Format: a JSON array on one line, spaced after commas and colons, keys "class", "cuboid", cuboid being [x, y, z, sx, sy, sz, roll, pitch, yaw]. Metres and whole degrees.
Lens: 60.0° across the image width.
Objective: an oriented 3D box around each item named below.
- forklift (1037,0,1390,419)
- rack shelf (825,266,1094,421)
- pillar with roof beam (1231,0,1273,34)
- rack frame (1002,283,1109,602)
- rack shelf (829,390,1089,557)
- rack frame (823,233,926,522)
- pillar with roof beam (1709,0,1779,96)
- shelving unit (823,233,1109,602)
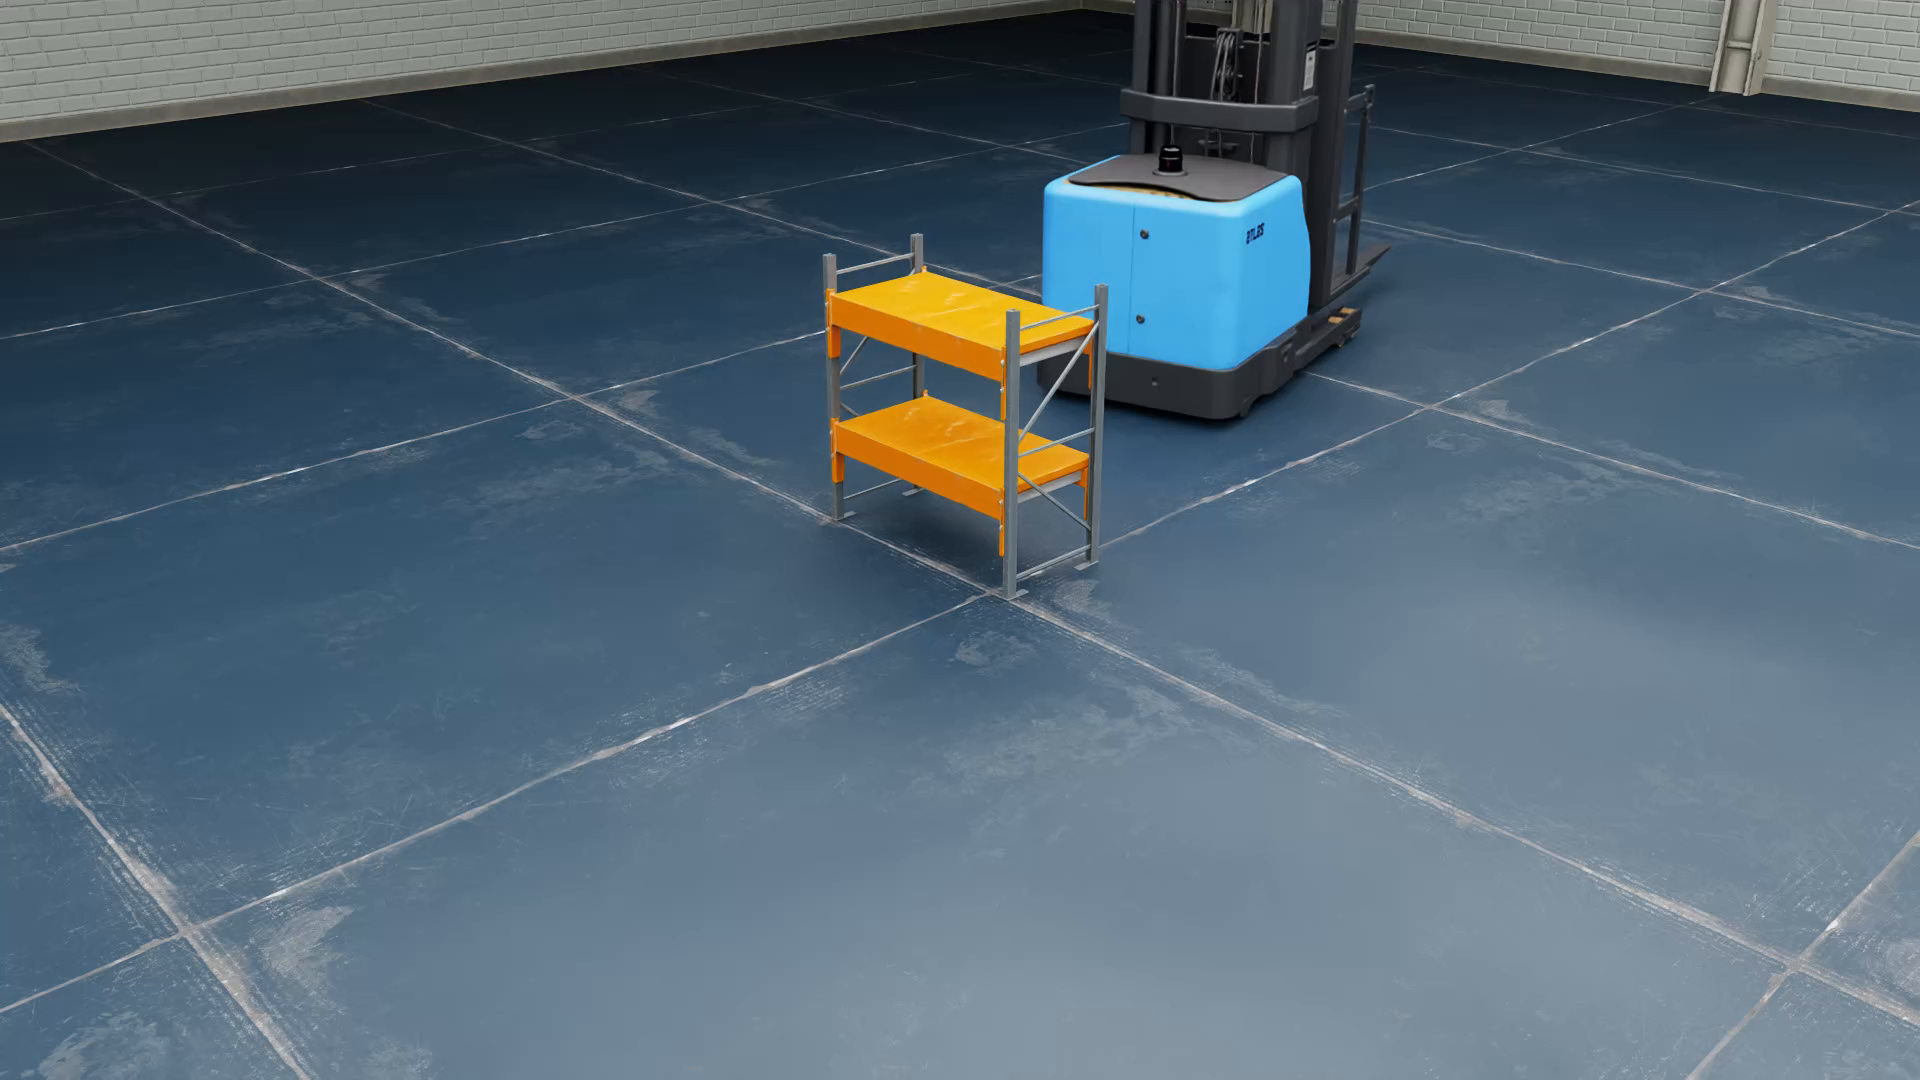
[{"class": "forklift", "cuboid": [1.570, -2.470, 8.632, 1.130, 2.935, 3.031, 14, 28, 28]}, {"class": "rack shelf", "cuboid": [0.005, -0.776, 6.391, 0.538, 0.278, 1.000, -21, 32, -38]}, {"class": "pillar with roof beam", "cuboid": [0.447, -9.140, 15.944, 9.100, 9.000, 0.400, -21, 32, -38]}, {"class": "rack frame", "cuboid": [0.352, -0.356, 6.174, 0.500, 1.125, 0.032, -21, 32, -38]}, {"class": "rack shelf", "cuboid": [0.005, -0.287, 6.614, 0.538, 0.278, 1.000, -21, 32, -38]}, {"class": "rack frame", "cuboid": [-0.343, -0.664, 6.850, 0.500, 1.125, 0.032, -21, 32, -38]}, {"class": "pillar with roof beam", "cuboid": [4.548, -7.323, 11.959, 9.100, 9.000, 0.400, -21, 32, -38]}, {"class": "shelving unit", "cuboid": [0.005, -0.510, 6.512, 0.538, 1.125, 1.048, -21, 32, -38]}]
